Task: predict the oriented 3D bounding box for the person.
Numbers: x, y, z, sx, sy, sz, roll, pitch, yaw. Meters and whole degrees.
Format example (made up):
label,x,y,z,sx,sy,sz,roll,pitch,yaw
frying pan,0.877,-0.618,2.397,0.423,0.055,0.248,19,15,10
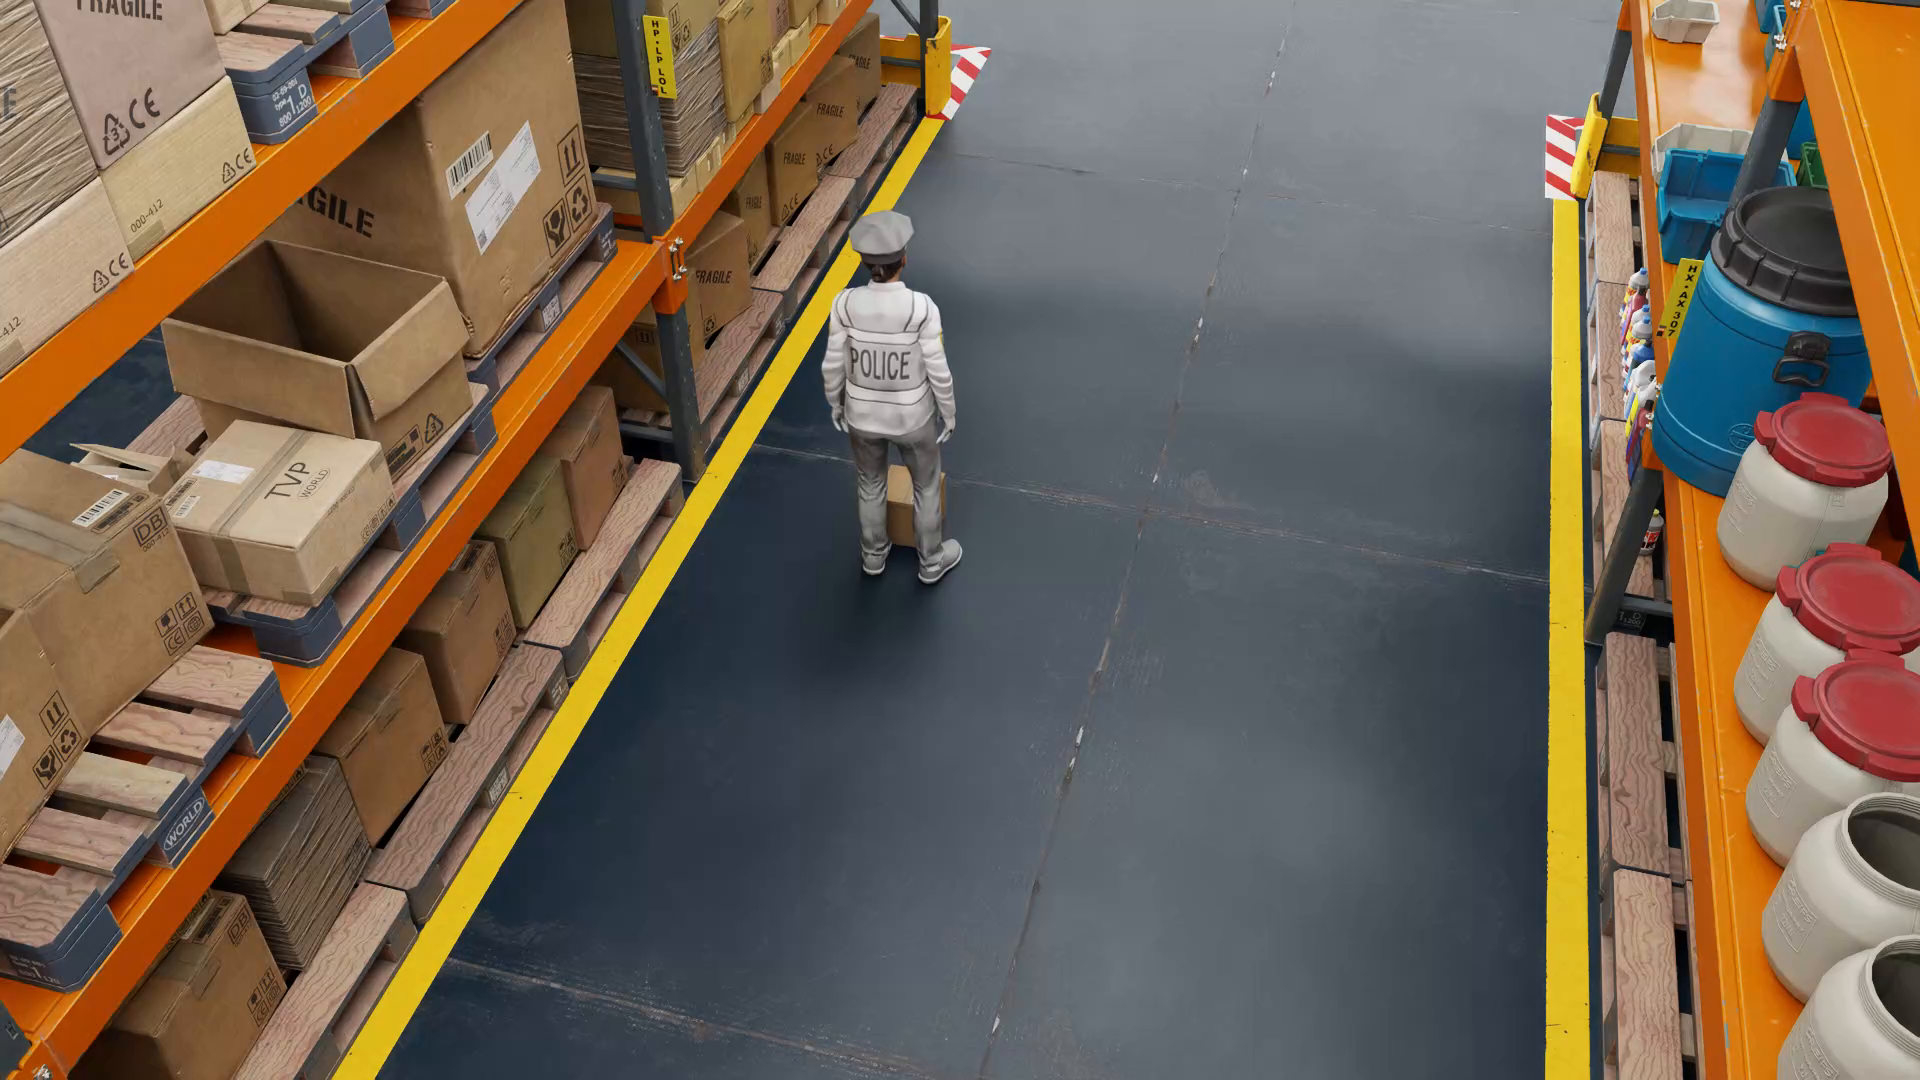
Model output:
label,x,y,z,sx,sy,sz,roll,pitch,yaw
person,-0.277,-0.521,6.750,0.543,1.662,0.376,8,42,9
